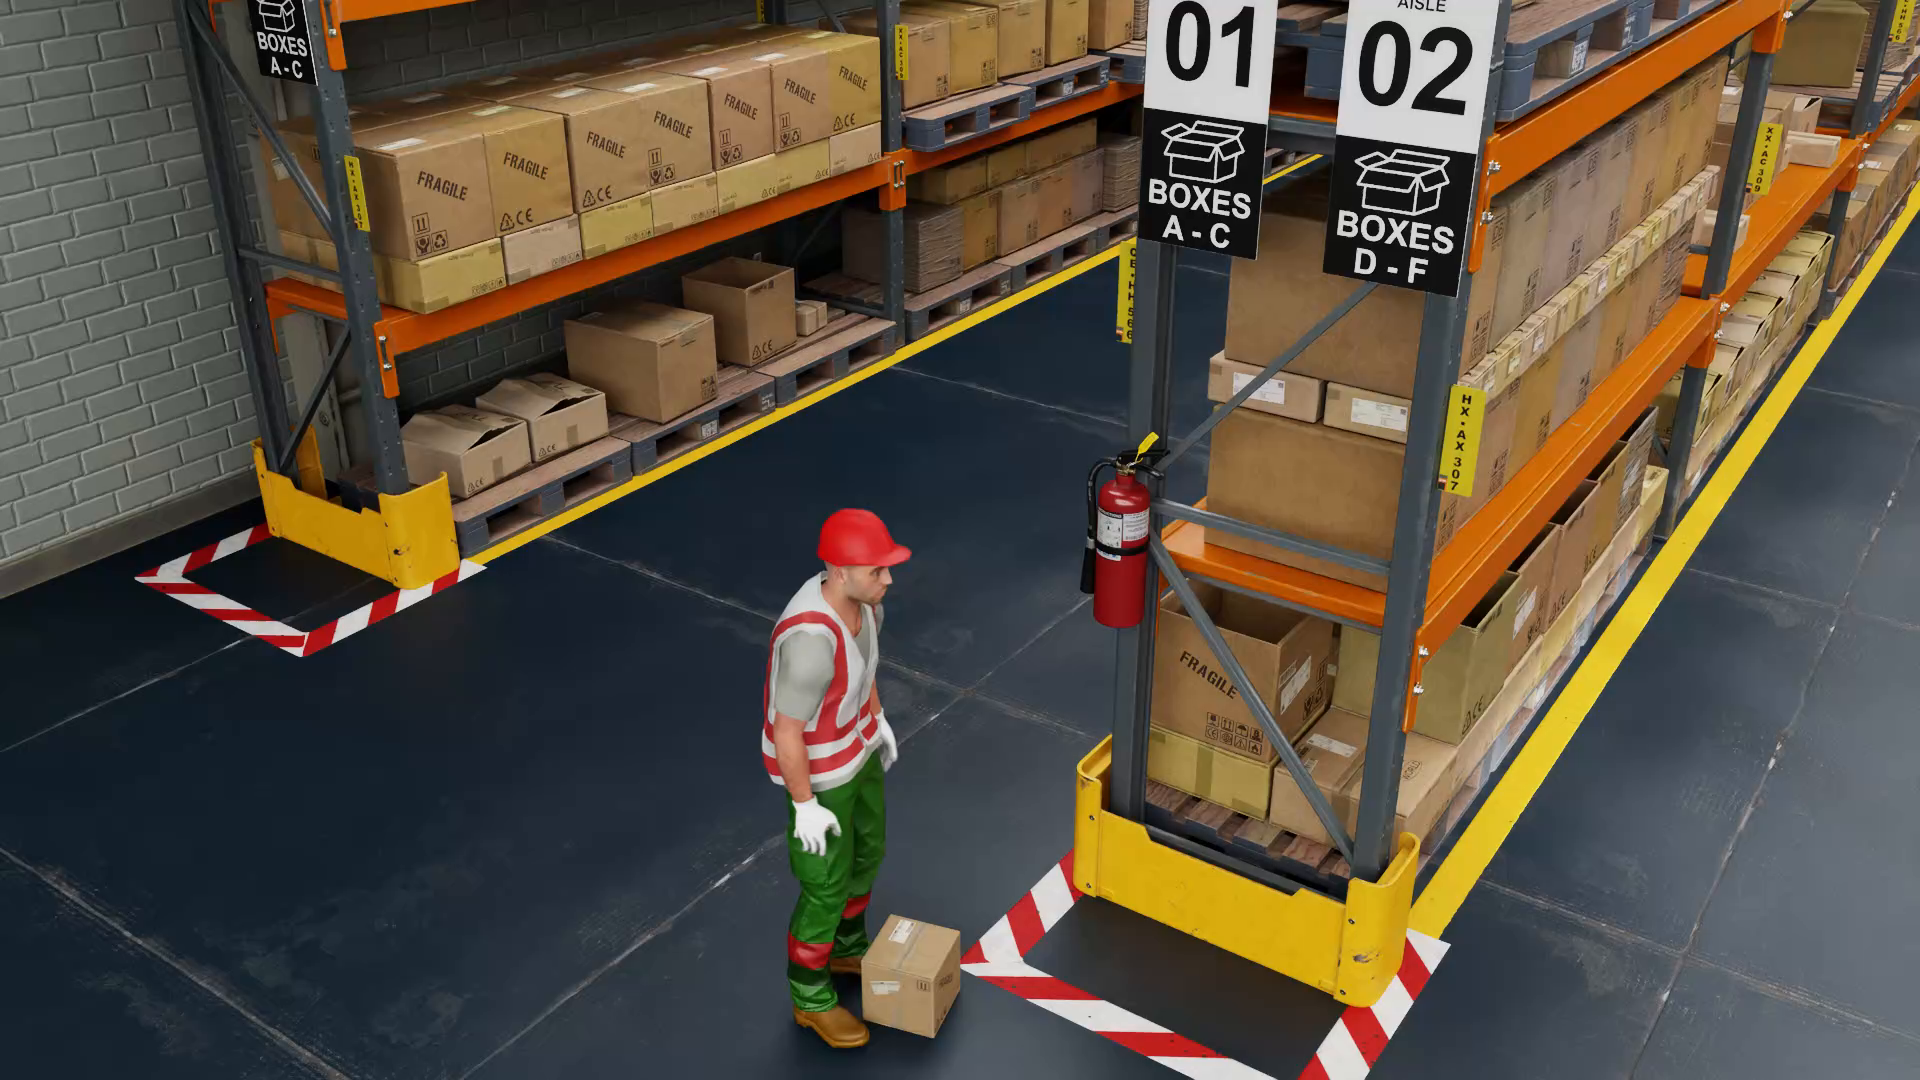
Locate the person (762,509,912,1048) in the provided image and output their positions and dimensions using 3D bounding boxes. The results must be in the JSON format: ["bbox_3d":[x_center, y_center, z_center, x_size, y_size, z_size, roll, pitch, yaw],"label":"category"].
[{"bbox_3d":[-0.366,0.712,5.184,0.455,1.779,0.619,10,28,19],"label":"person"}]
